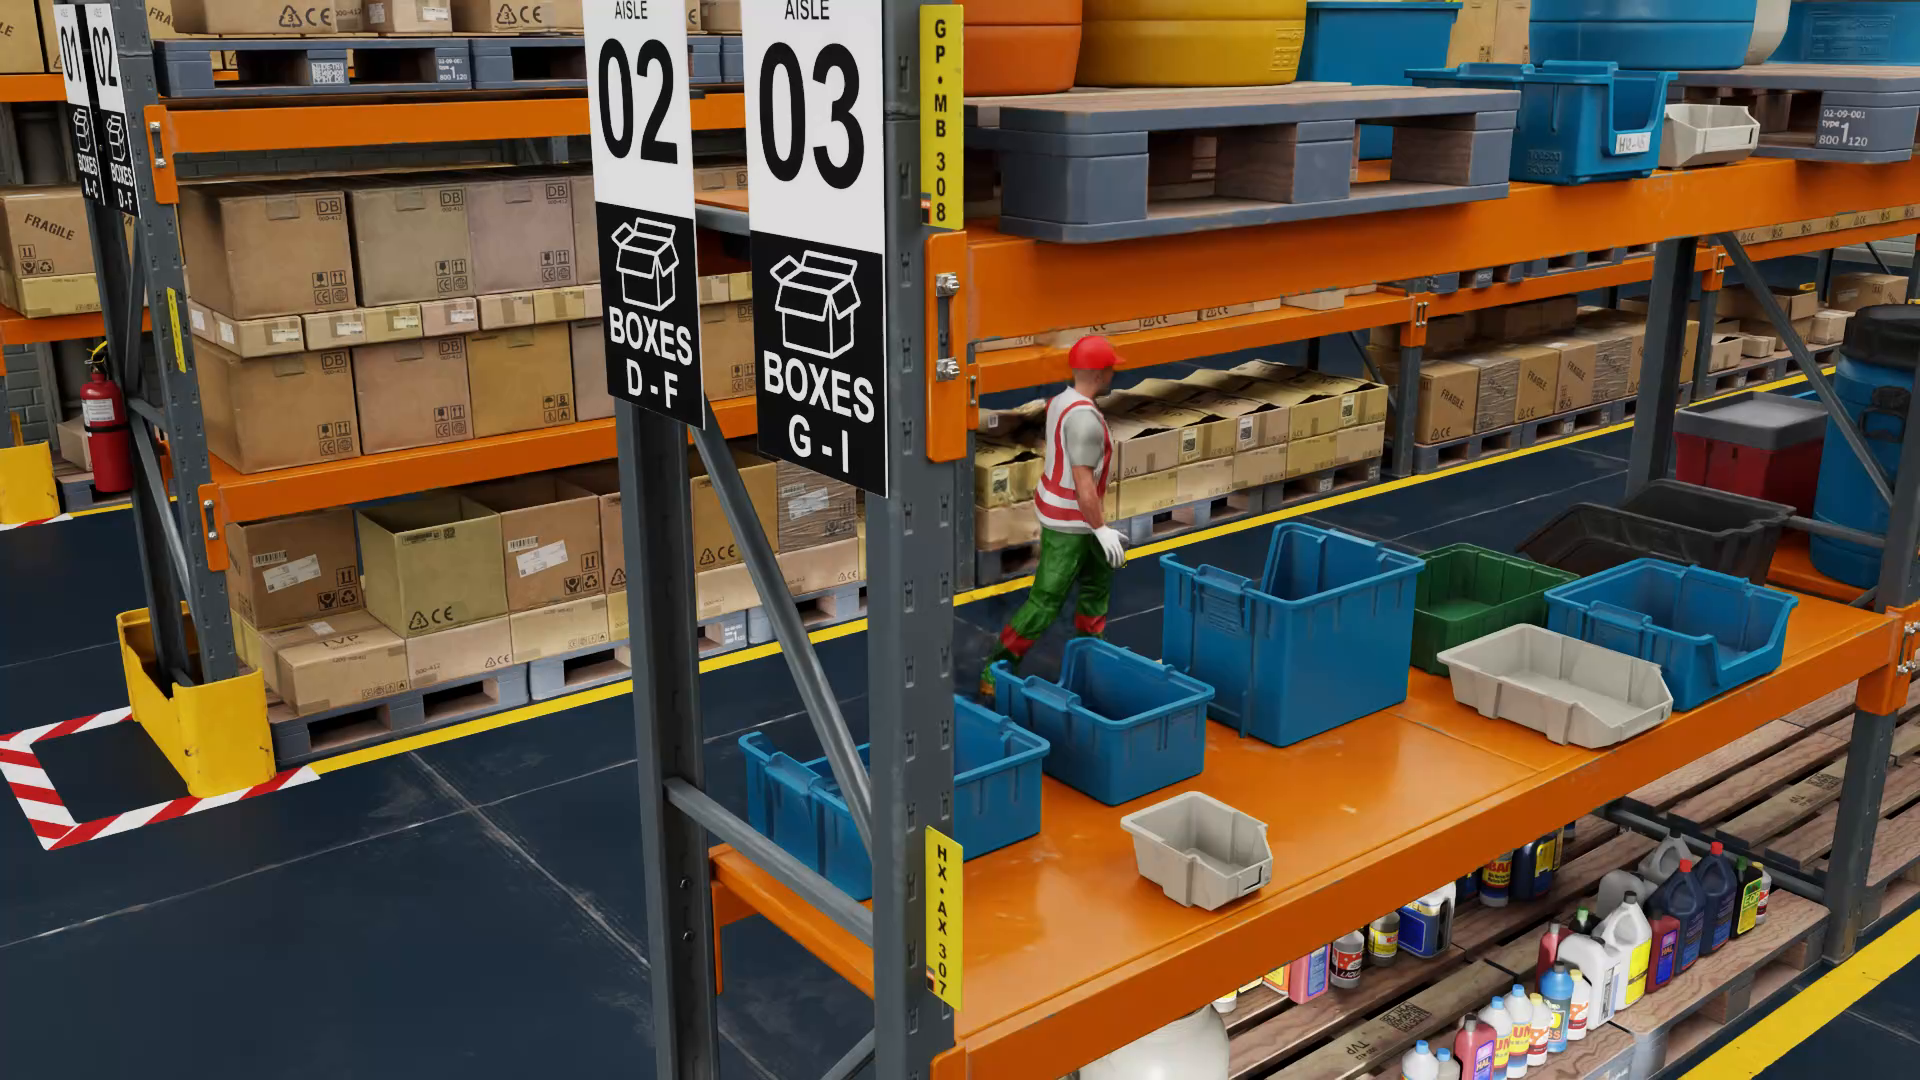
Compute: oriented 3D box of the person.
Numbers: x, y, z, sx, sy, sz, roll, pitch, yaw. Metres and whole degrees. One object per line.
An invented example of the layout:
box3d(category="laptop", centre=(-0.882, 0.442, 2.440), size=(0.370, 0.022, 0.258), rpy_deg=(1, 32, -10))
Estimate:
box3d(category="person", centre=(0.499, -0.084, 7.825), size=(0.827, 1.754, 0.644), rpy_deg=(-1, 18, -4))
